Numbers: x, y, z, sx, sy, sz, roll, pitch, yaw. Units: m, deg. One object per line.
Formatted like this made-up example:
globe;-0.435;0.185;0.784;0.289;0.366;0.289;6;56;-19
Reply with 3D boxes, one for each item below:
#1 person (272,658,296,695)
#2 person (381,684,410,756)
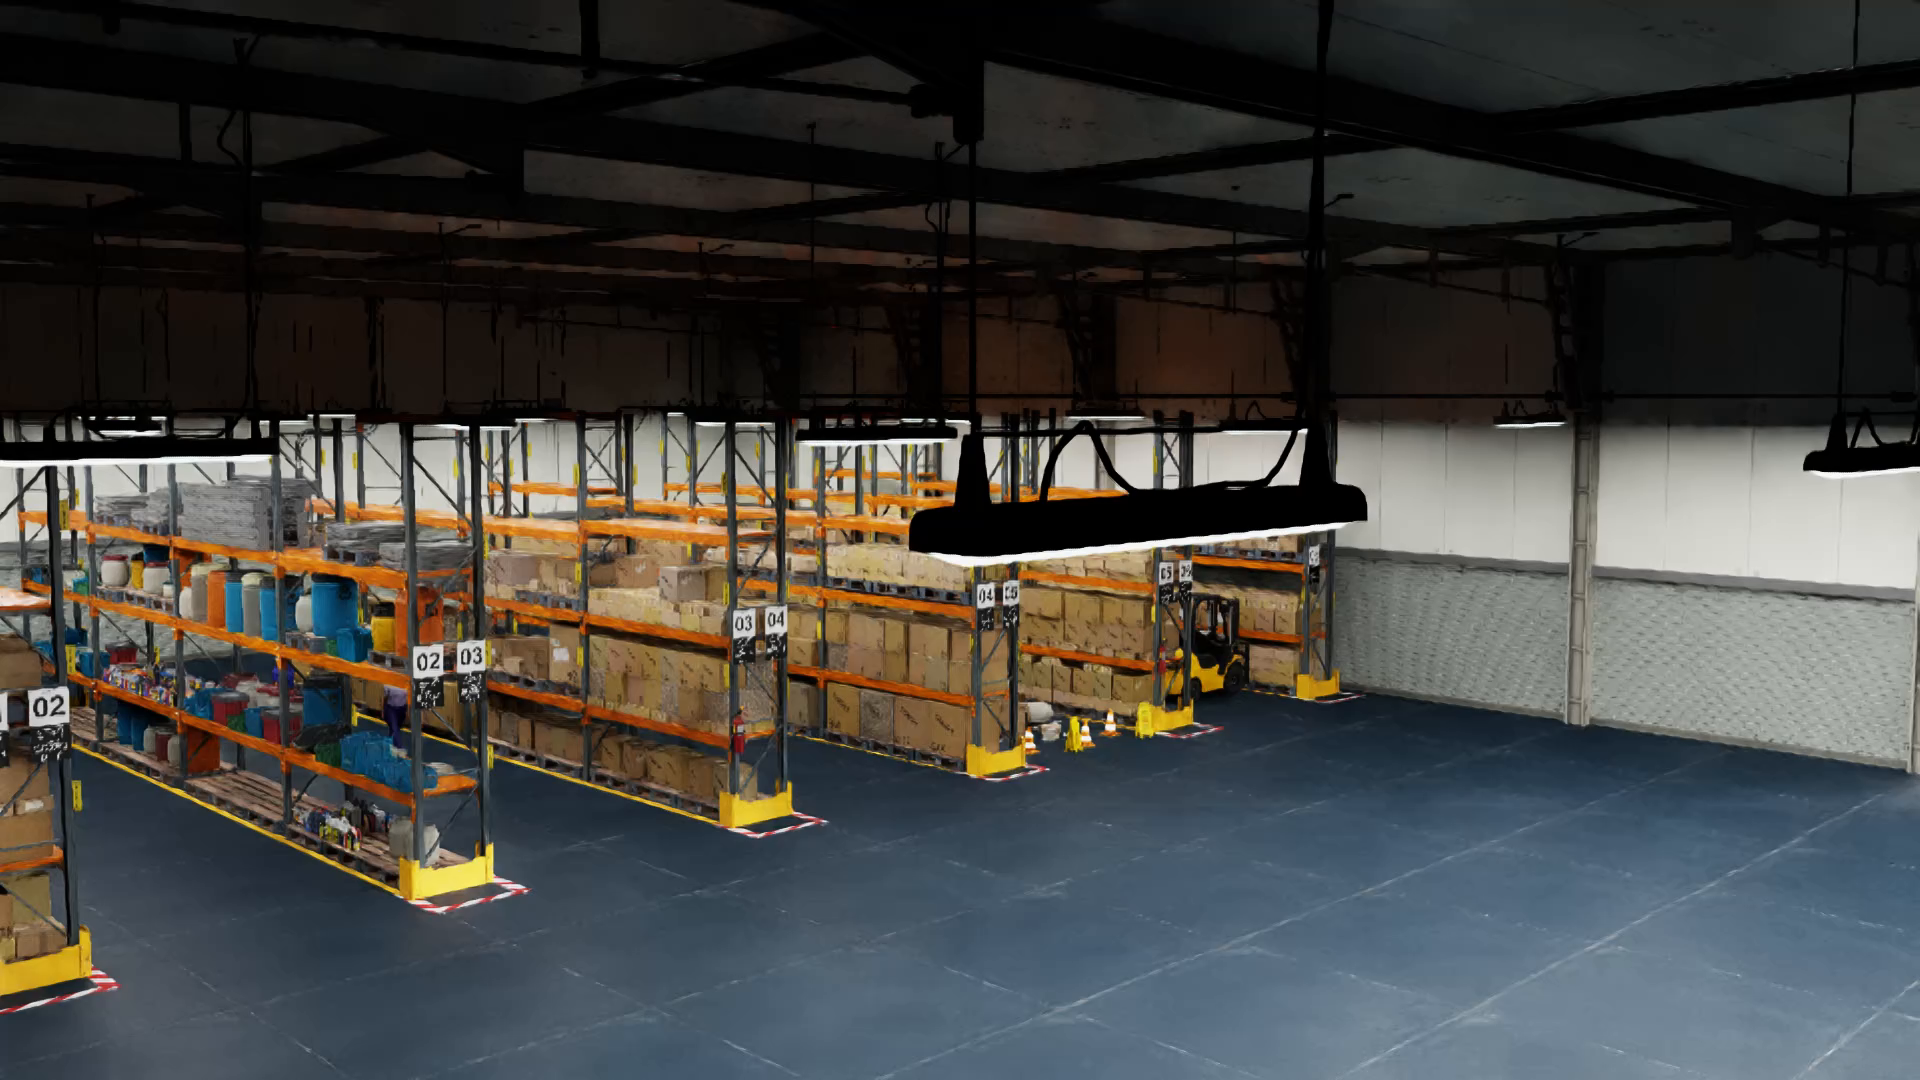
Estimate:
person;-12.565;2.838;30.923;0.447;1.560;1.087;-5;7;-43
person;-9.903;3.001;29.280;1.093;1.554;0.478;5;7;43
